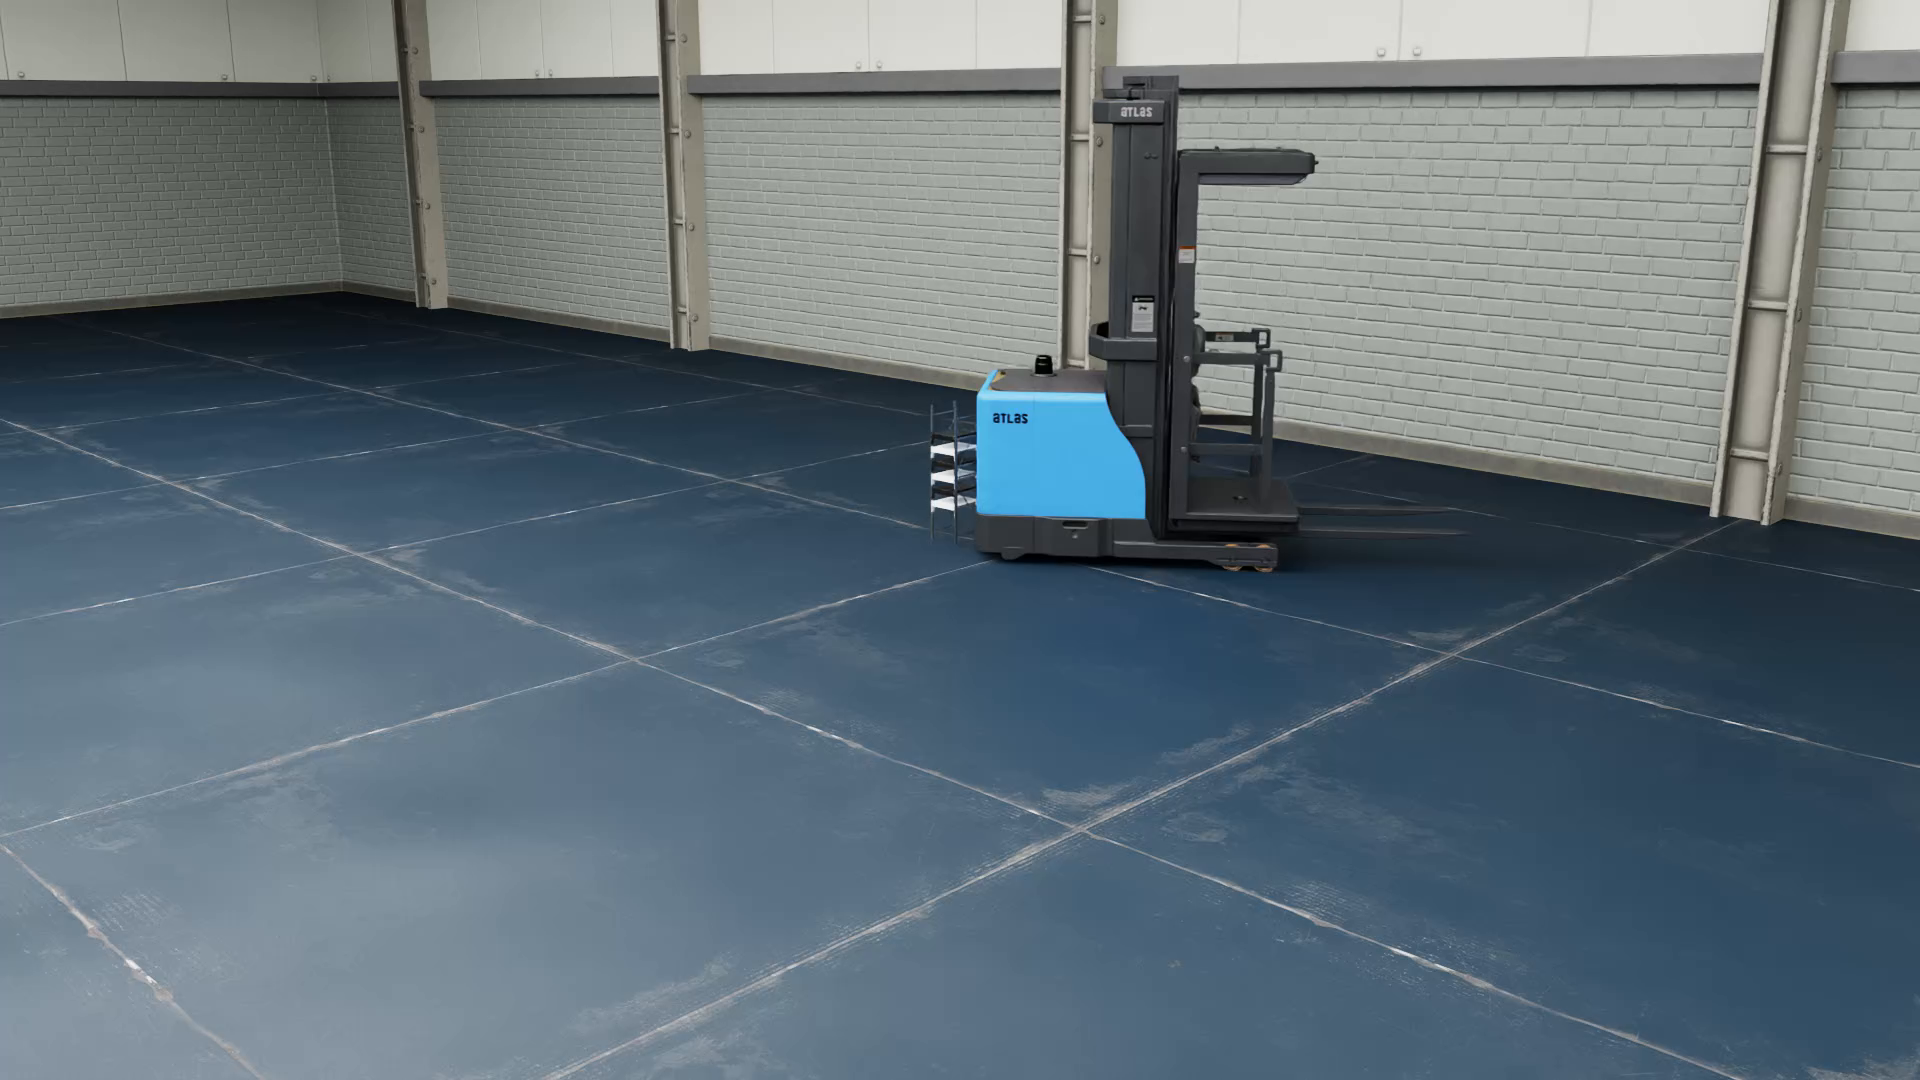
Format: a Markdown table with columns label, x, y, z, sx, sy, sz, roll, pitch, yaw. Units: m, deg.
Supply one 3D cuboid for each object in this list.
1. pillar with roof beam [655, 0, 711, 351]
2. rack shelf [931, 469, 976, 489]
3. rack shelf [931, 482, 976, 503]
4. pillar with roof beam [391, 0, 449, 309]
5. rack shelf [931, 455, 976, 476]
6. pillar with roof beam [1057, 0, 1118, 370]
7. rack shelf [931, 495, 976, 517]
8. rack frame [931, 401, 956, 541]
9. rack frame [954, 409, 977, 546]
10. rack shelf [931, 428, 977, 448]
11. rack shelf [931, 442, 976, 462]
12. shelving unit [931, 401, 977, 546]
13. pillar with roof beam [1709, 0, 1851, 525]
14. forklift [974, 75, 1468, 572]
| label | x | y | z | sx | sy | sz | roll | pitch | yaw |
| --- | --- | --- | --- | --- | --- | --- | --- | --- | --- |
| pillar with roof beam | -6.161 | -5.835 | 15.478 | 0.400 | 9.000 | 9.100 | 14 | 20 | 42 |
| rack shelf | -0.031 | -0.401 | 10.820 | 0.200 | 0.077 | 0.258 | 12 | 19 | 39 |
| rack shelf | -0.031 | -0.314 | 10.843 | 0.200 | 0.077 | 0.258 | 12 | 19 | 39 |
| pillar with roof beam | -10.480 | -6.885 | 19.509 | 0.400 | 9.000 | 9.100 | 14 | 20 | 42 |
| rack shelf | -0.031 | -0.488 | 10.797 | 0.200 | 0.077 | 0.258 | 12 | 19 | 39 |
| pillar with roof beam | -1.842 | -4.785 | 11.448 | 0.400 | 9.000 | 9.100 | 14 | 20 | 42 |
| rack shelf | -0.031 | -0.227 | 10.865 | 0.200 | 0.077 | 0.258 | 12 | 19 | 39 |
| rack frame | -0.107 | -0.450 | 10.876 | 0.006 | 0.900 | 0.240 | 12 | 19 | 39 |
| rack frame | 0.046 | -0.417 | 10.747 | 0.006 | 0.900 | 0.240 | 12 | 19 | 39 |
| rack shelf | -0.031 | -0.663 | 10.752 | 0.200 | 0.077 | 0.258 | 12 | 19 | 39 |
| rack shelf | -0.031 | -0.576 | 10.774 | 0.200 | 0.077 | 0.258 | 12 | 19 | 39 |
| shelving unit | -0.031 | -0.434 | 10.811 | 0.210 | 0.900 | 0.258 | 12 | 19 | 39 |
| pillar with roof beam | 2.478 | -3.735 | 7.418 | 0.400 | 9.000 | 9.100 | 14 | 20 | 42 |
| forklift | 1.641 | -1.363 | 10.351 | 3.031 | 2.935 | 1.130 | 2 | 15 | 6 |
